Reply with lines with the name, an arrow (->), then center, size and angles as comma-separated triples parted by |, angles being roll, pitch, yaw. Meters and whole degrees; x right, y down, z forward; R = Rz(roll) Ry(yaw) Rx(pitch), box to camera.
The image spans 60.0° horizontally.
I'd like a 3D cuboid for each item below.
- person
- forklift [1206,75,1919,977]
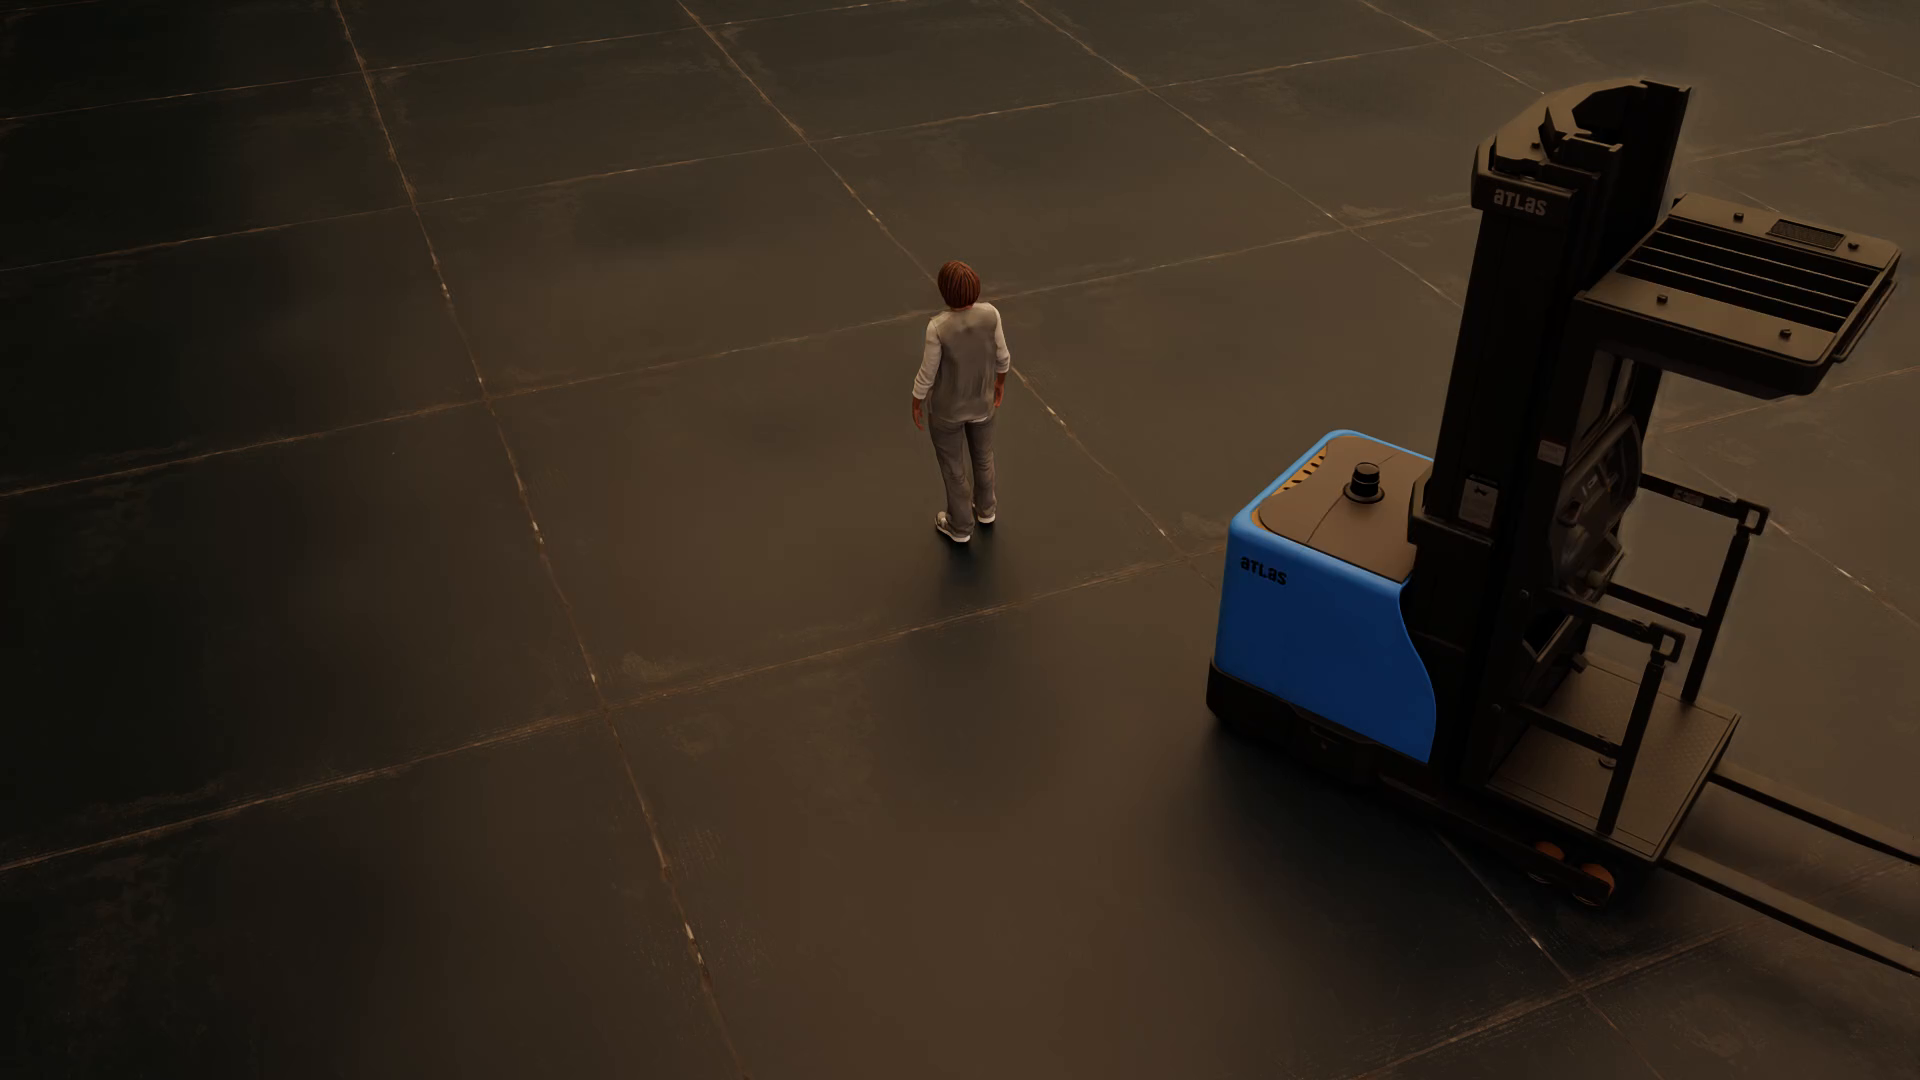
person -> -0.017, -0.699, 8.221 | 0.521, 1.599, 0.473 | -14, 38, -19
forklift -> 2.582, -0.098, 6.236 | 3.031, 2.935, 1.130 | 24, 42, 30
